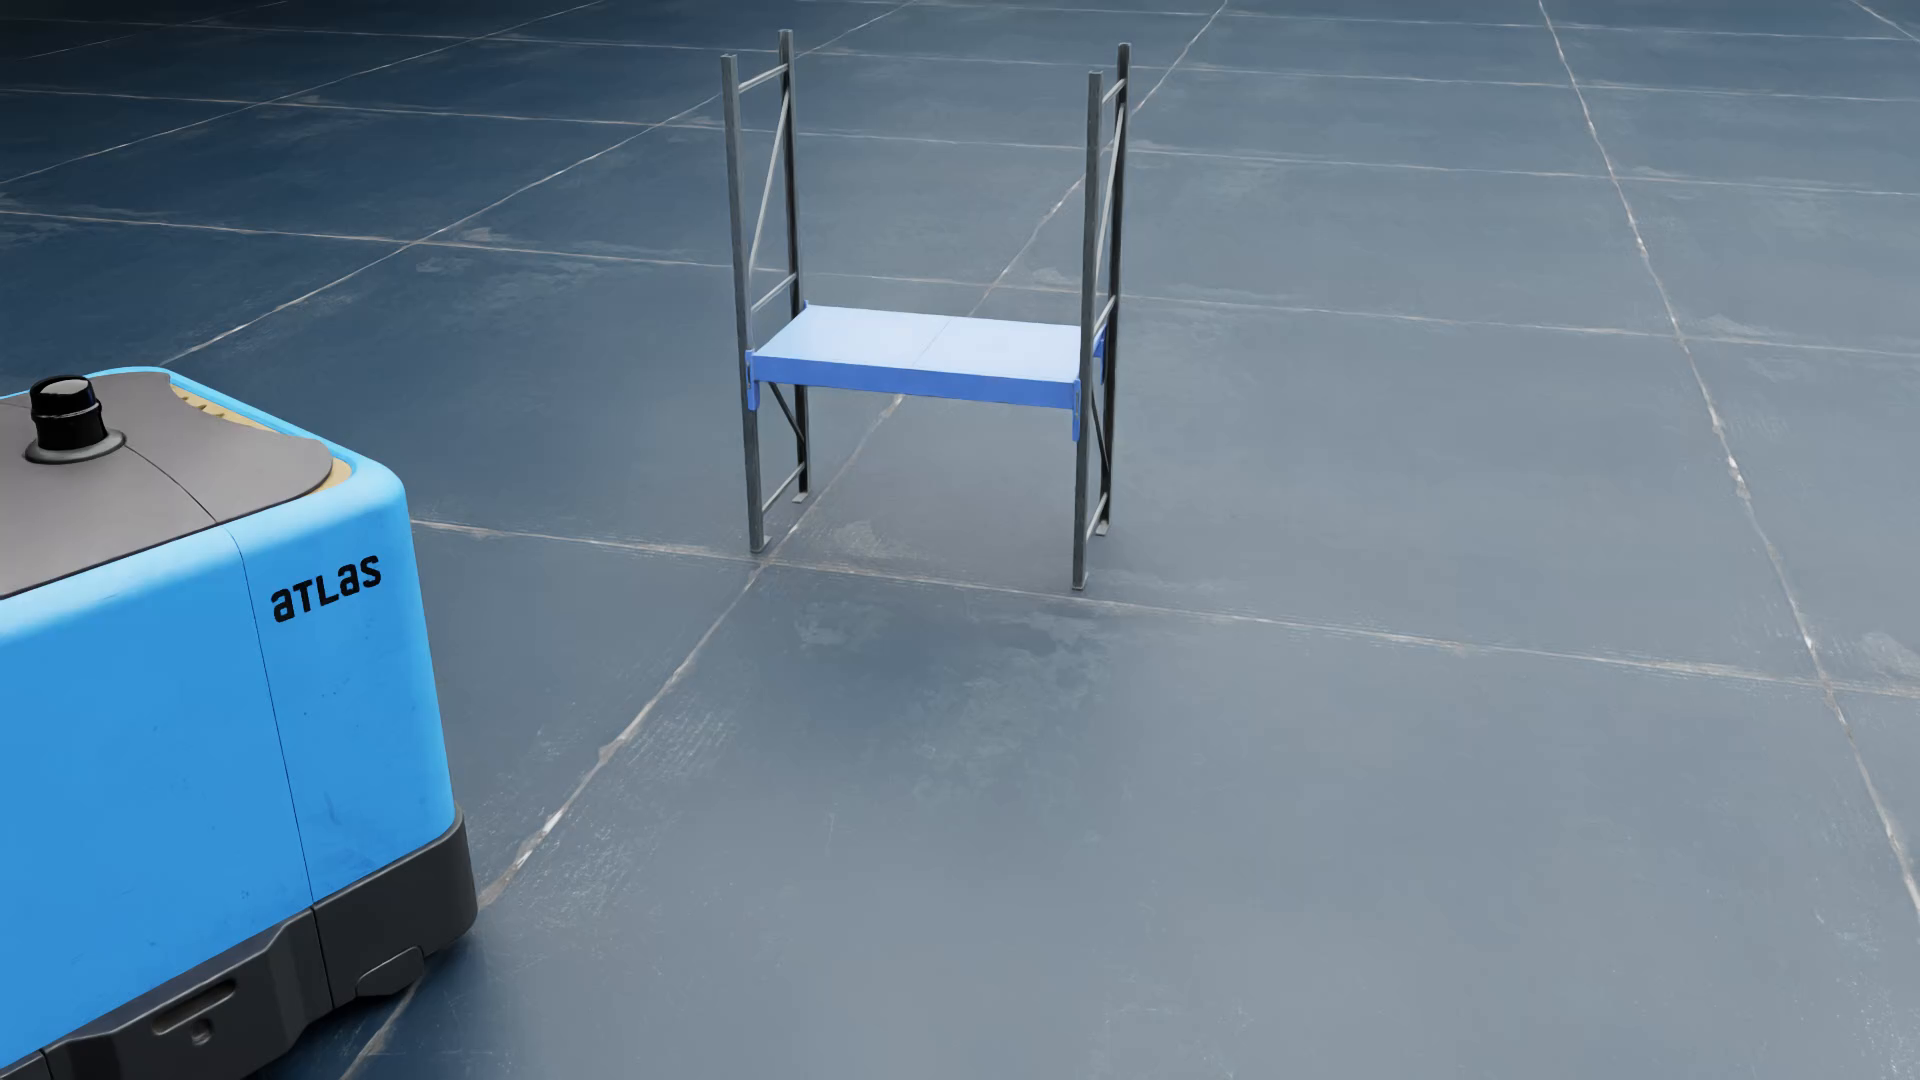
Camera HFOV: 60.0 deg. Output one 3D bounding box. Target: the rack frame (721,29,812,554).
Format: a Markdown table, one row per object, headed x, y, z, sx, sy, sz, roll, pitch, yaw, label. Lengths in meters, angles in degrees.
| x | y | z | sx | sy | sz | roll | pitch | yaw | label |
| --- | --- | --- | --- | --- | --- | --- | --- | --- | --- |
| -0.575 | -0.741 | 5.061 | 0.032 | 1.500 | 0.500 | 6 | 26 | 13 | rack frame |

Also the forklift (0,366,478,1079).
| x | y | z | sx | sy | sz | roll | pitch | yaw | label |
| --- | --- | --- | --- | --- | --- | --- | --- | --- | --- |
| -2.331 | -0.127 | 2.107 | 1.130 | 2.935 | 3.031 | 20 | 32 | 35 | forklift |

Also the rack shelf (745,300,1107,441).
| x | y | z | sx | sy | sz | roll | pitch | yaw | label |
| --- | --- | --- | --- | --- | --- | --- | --- | --- | --- |
| -0.083 | -0.524 | 5.024 | 1.000 | 0.185 | 0.538 | 6 | 26 | 13 | rack shelf |

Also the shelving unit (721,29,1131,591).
| x | y | z | sx | sy | sz | roll | pitch | yaw | label |
| --- | --- | --- | --- | --- | --- | --- | --- | --- | --- |
| -0.083 | -0.686 | 4.947 | 1.048 | 1.500 | 0.538 | 6 | 26 | 13 | shelving unit |

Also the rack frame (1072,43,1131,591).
| x | y | z | sx | sy | sz | roll | pitch | yaw | label |
| --- | --- | --- | --- | --- | --- | --- | --- | --- | --- |
| 0.410 | -0.632 | 4.832 | 0.032 | 1.500 | 0.500 | 6 | 26 | 13 | rack frame |
